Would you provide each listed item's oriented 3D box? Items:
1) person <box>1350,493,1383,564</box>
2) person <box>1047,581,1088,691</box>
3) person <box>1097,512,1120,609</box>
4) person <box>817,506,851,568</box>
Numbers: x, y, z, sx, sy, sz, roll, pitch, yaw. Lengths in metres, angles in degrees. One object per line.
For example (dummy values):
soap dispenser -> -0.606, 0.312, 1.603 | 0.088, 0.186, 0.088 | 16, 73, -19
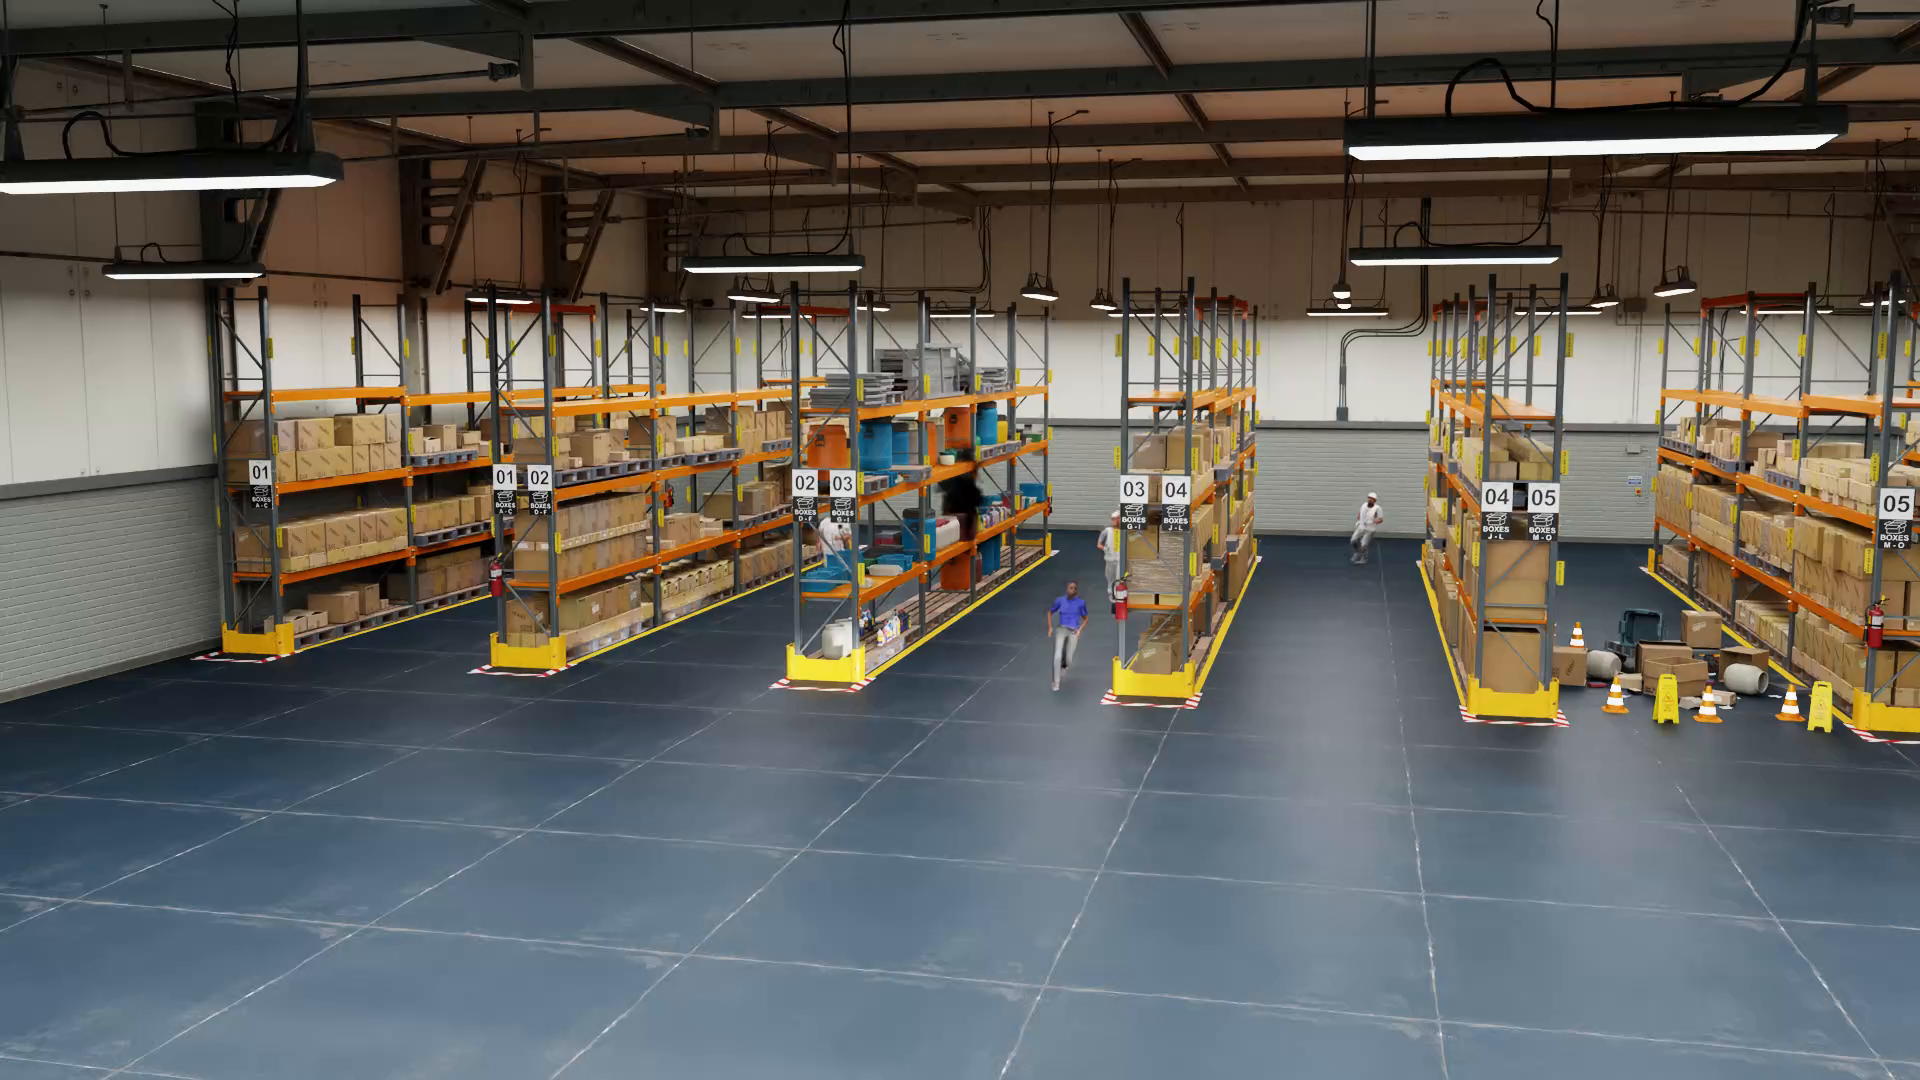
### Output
person -> 9.363, -0.254, 38.376 | 0.579, 1.693, 0.766 | -6, 9, -44
person -> 1.590, 1.397, 24.622 | 0.615, 1.612, 0.611 | 1, 7, 6
person -> 2.773, 0.410, 29.596 | 0.661, 1.823, 0.942 | 1, 7, 6
person -> -2.405, 0.229, 31.626 | 0.650, 1.841, 0.648 | 0, 7, -2
